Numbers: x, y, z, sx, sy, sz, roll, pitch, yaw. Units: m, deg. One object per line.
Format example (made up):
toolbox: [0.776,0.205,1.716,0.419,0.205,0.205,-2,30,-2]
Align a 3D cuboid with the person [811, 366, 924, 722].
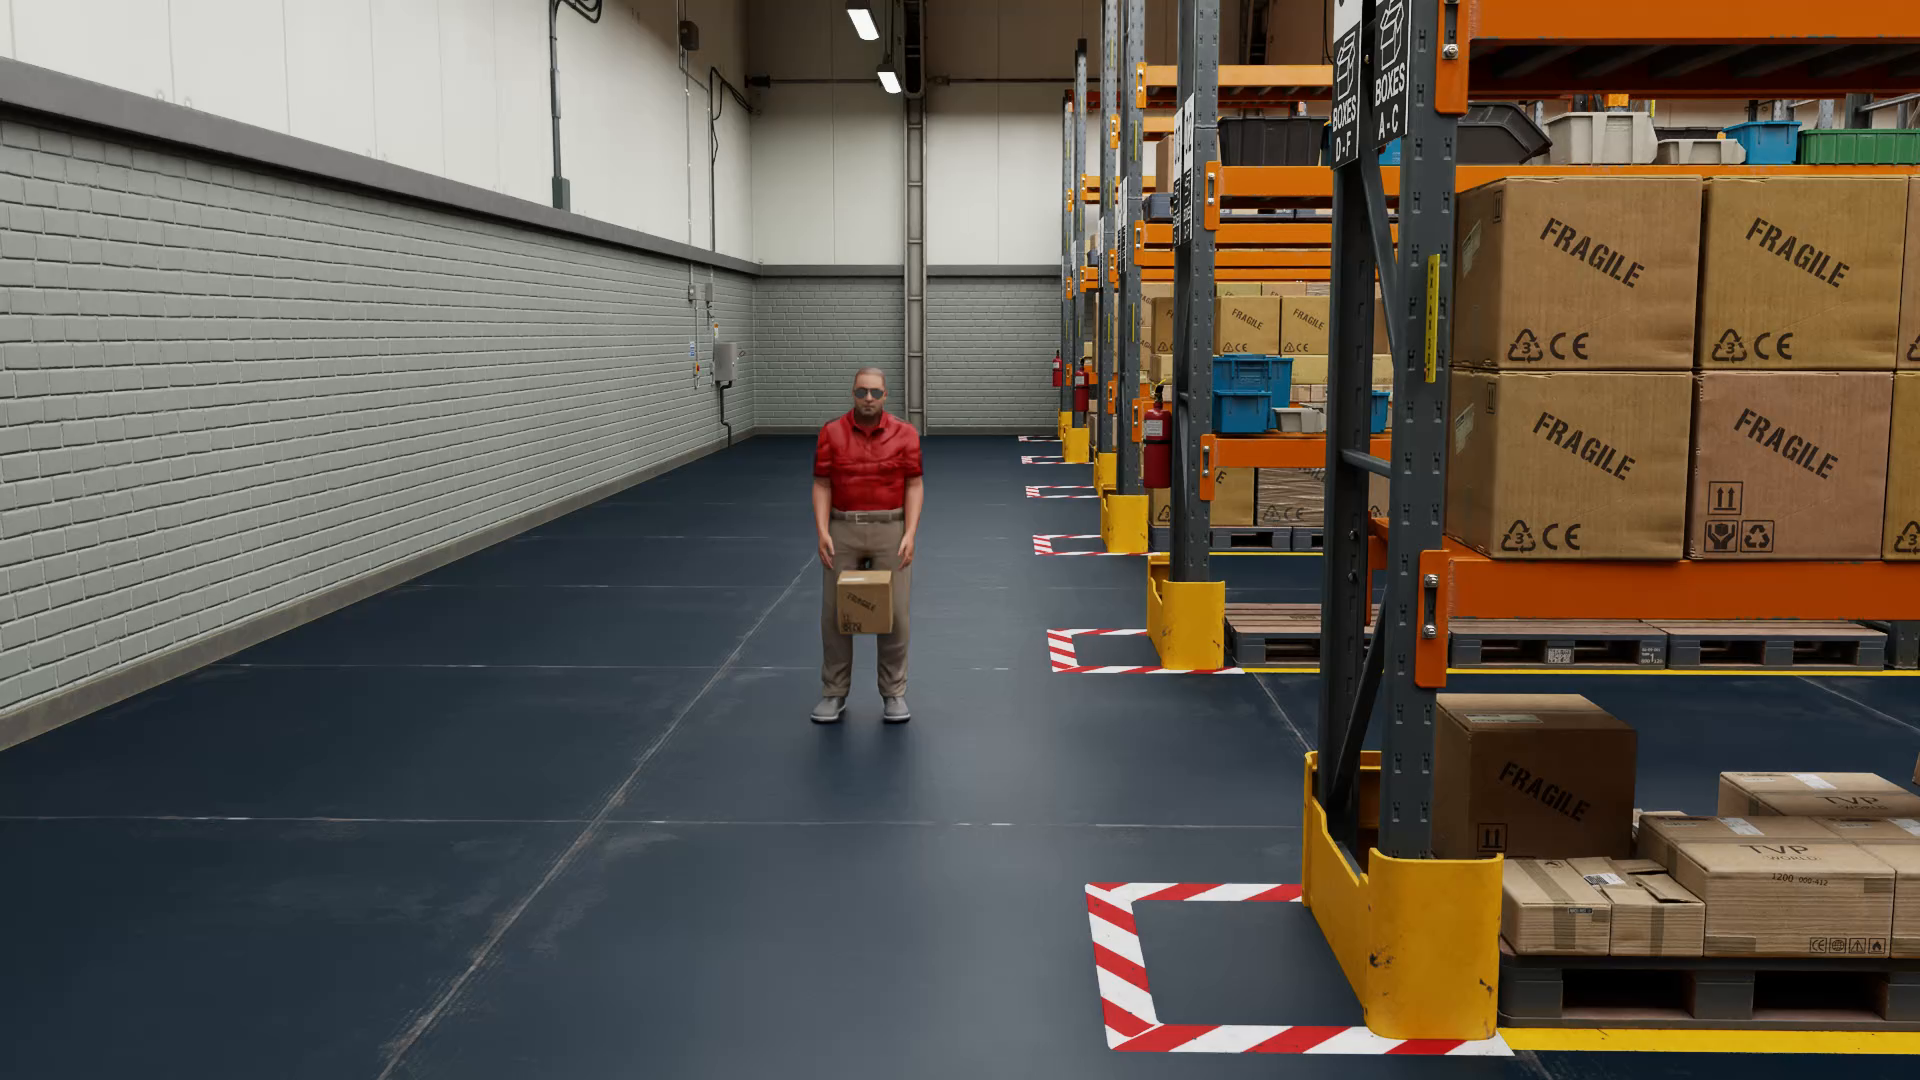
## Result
person: [-0.455,0.015,8.185,0.554,1.732,0.393,0,7,0]
